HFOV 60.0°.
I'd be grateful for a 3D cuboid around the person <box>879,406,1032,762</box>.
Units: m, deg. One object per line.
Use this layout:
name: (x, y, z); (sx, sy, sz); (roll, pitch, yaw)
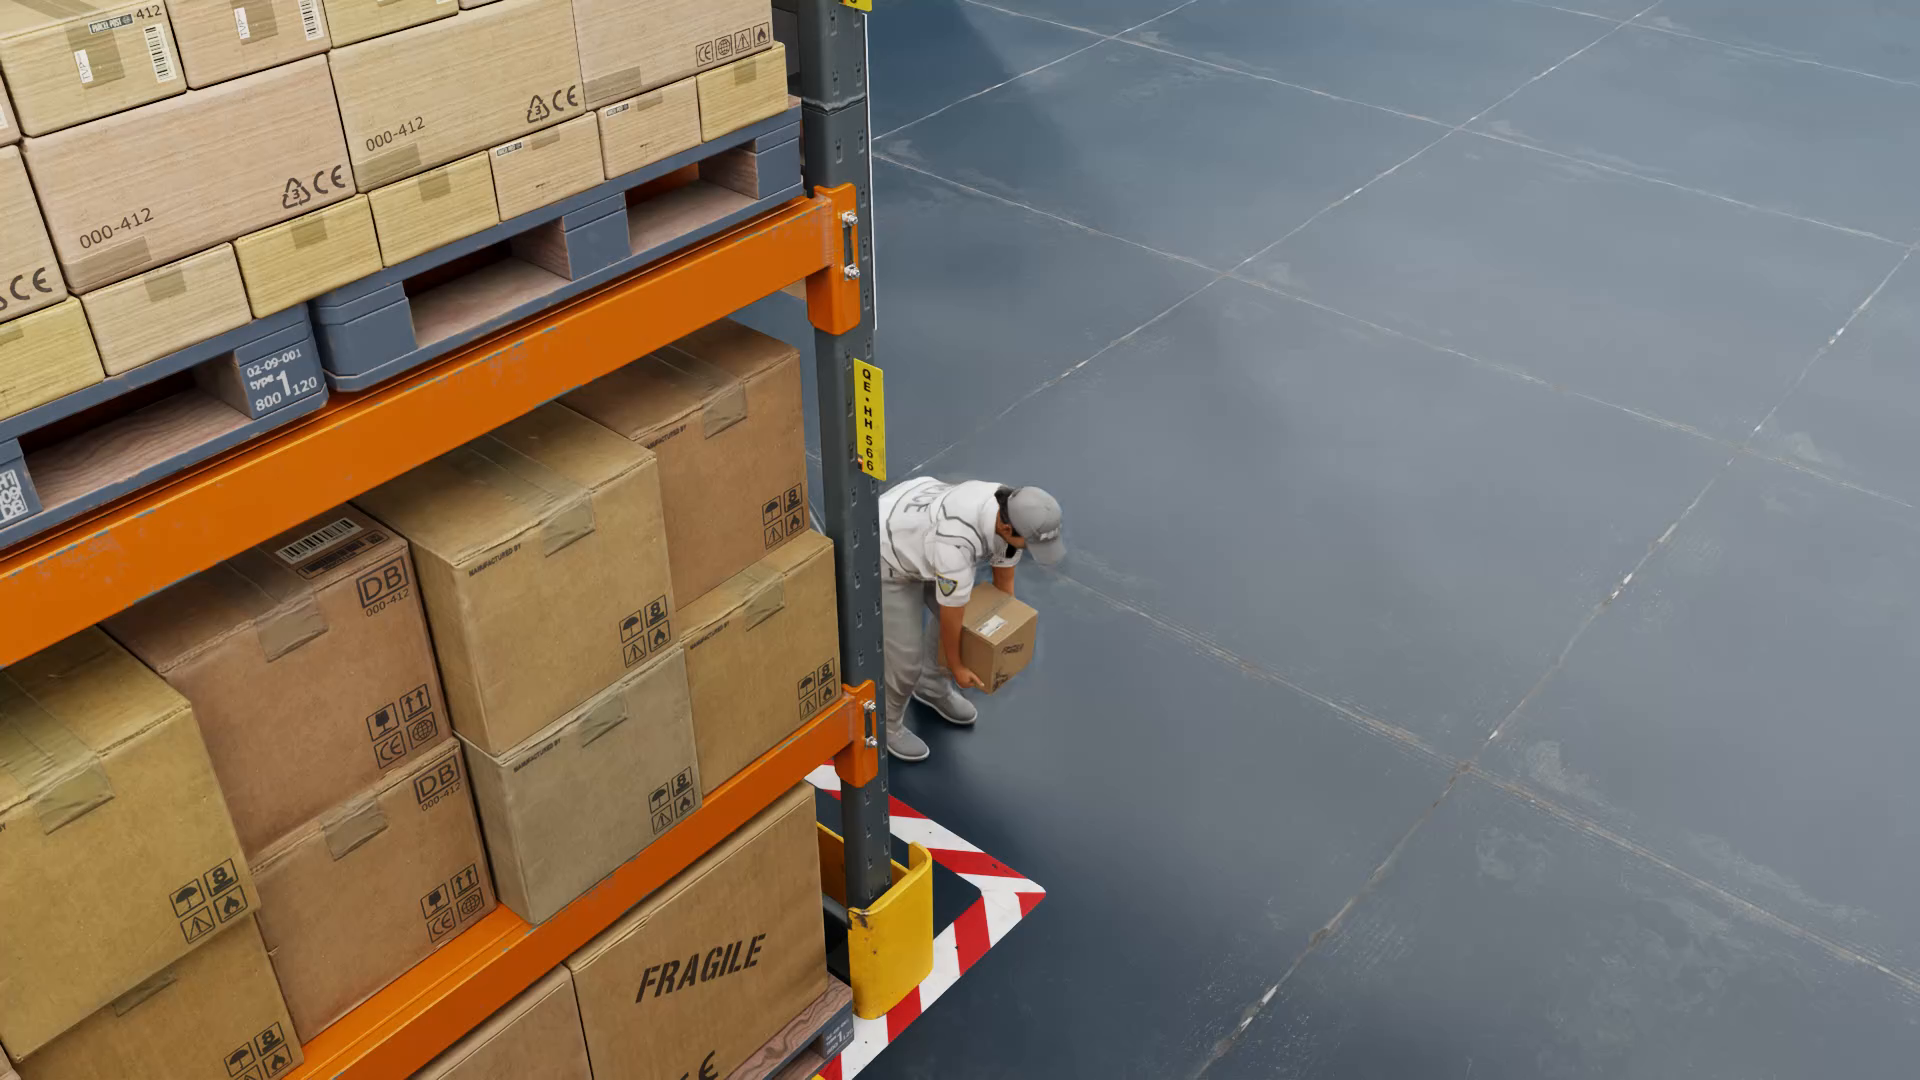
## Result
person: (-0.065, 0.139, 6.050); (0.710, 1.556, 0.452); (26, 43, 32)
